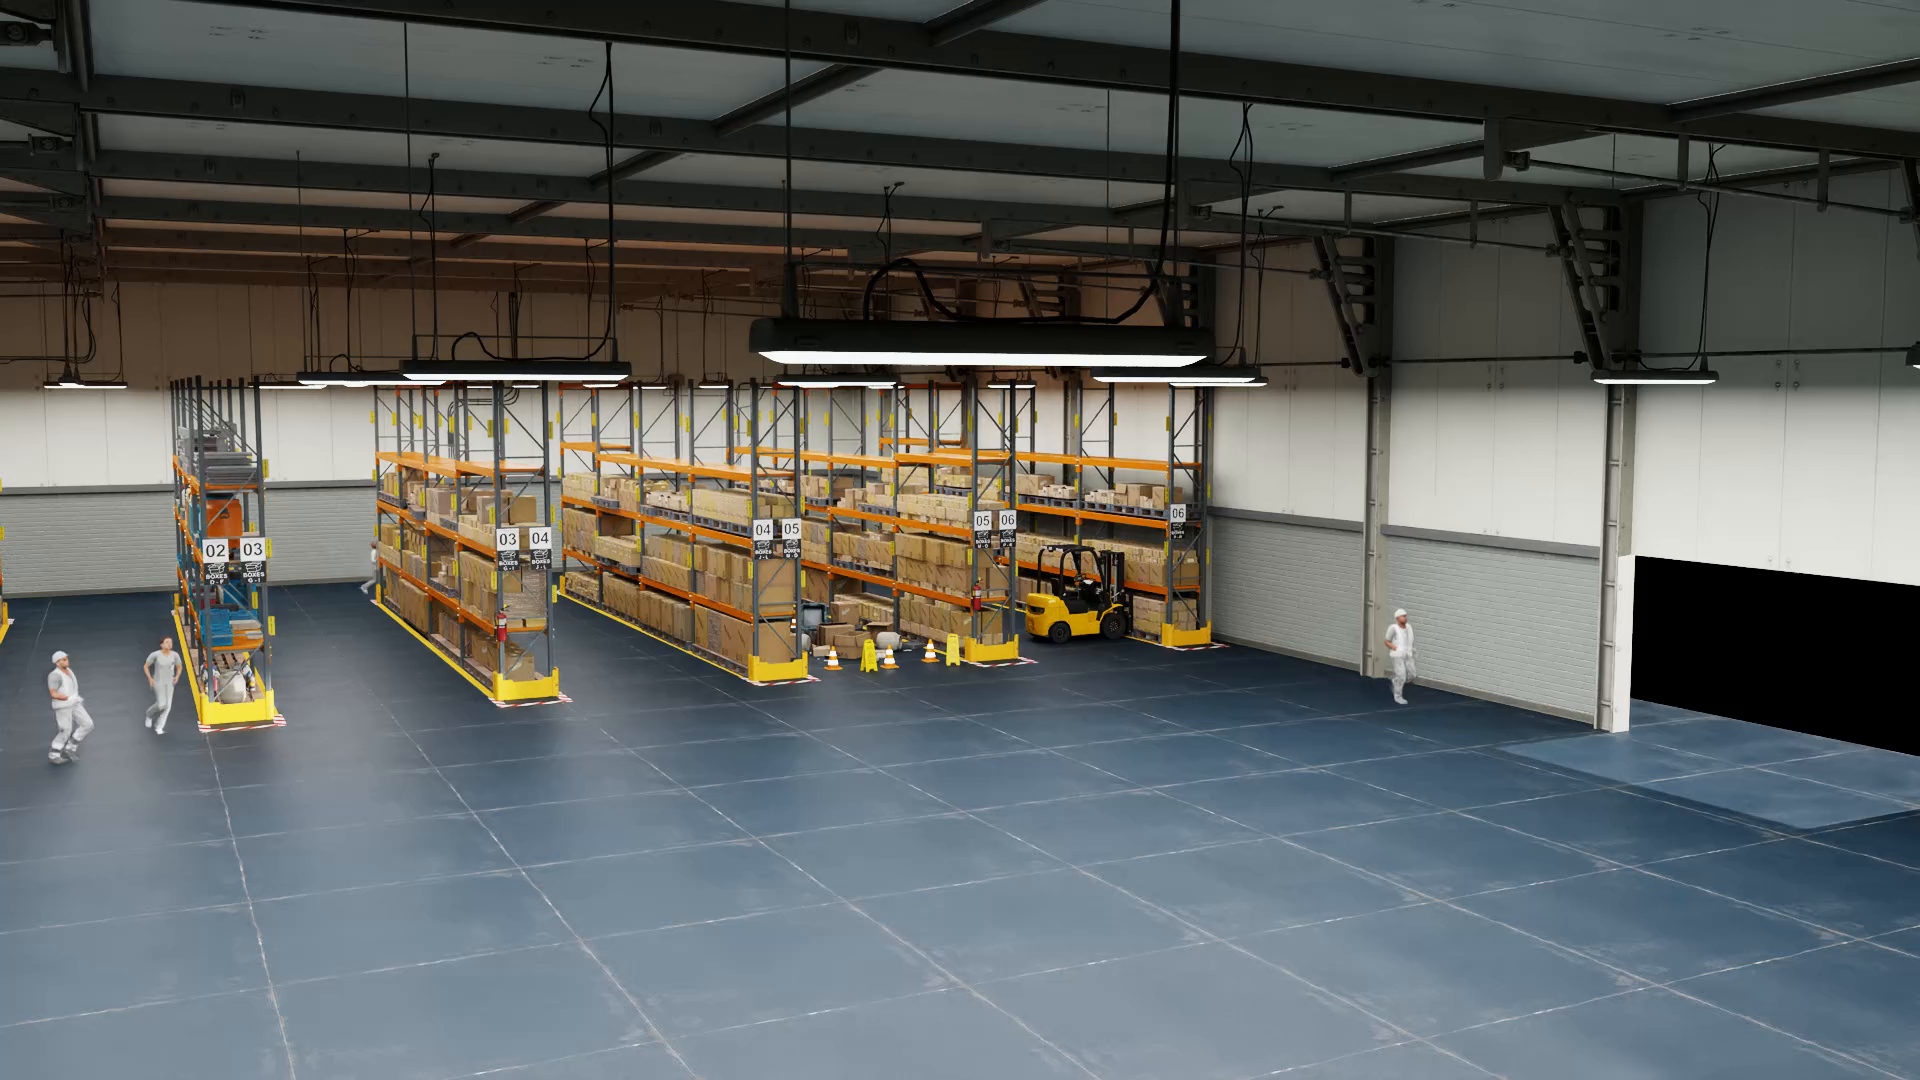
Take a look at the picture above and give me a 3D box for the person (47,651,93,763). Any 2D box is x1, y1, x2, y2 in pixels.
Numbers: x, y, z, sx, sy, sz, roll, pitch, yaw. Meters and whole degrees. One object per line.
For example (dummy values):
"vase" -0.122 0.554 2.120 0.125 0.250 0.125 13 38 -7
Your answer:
"person" -13.728 2.569 25.603 0.656 1.751 0.673 0 5 3

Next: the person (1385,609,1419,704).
"person" 8.131 2.139 30.641 0.685 1.736 0.599 -3 6 -29

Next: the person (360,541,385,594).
"person" -16.393 0.813 46.548 0.802 1.575 0.580 -1 5 -10

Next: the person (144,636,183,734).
"person" -13.425 2.446 28.083 0.542 1.641 0.574 5 7 43
